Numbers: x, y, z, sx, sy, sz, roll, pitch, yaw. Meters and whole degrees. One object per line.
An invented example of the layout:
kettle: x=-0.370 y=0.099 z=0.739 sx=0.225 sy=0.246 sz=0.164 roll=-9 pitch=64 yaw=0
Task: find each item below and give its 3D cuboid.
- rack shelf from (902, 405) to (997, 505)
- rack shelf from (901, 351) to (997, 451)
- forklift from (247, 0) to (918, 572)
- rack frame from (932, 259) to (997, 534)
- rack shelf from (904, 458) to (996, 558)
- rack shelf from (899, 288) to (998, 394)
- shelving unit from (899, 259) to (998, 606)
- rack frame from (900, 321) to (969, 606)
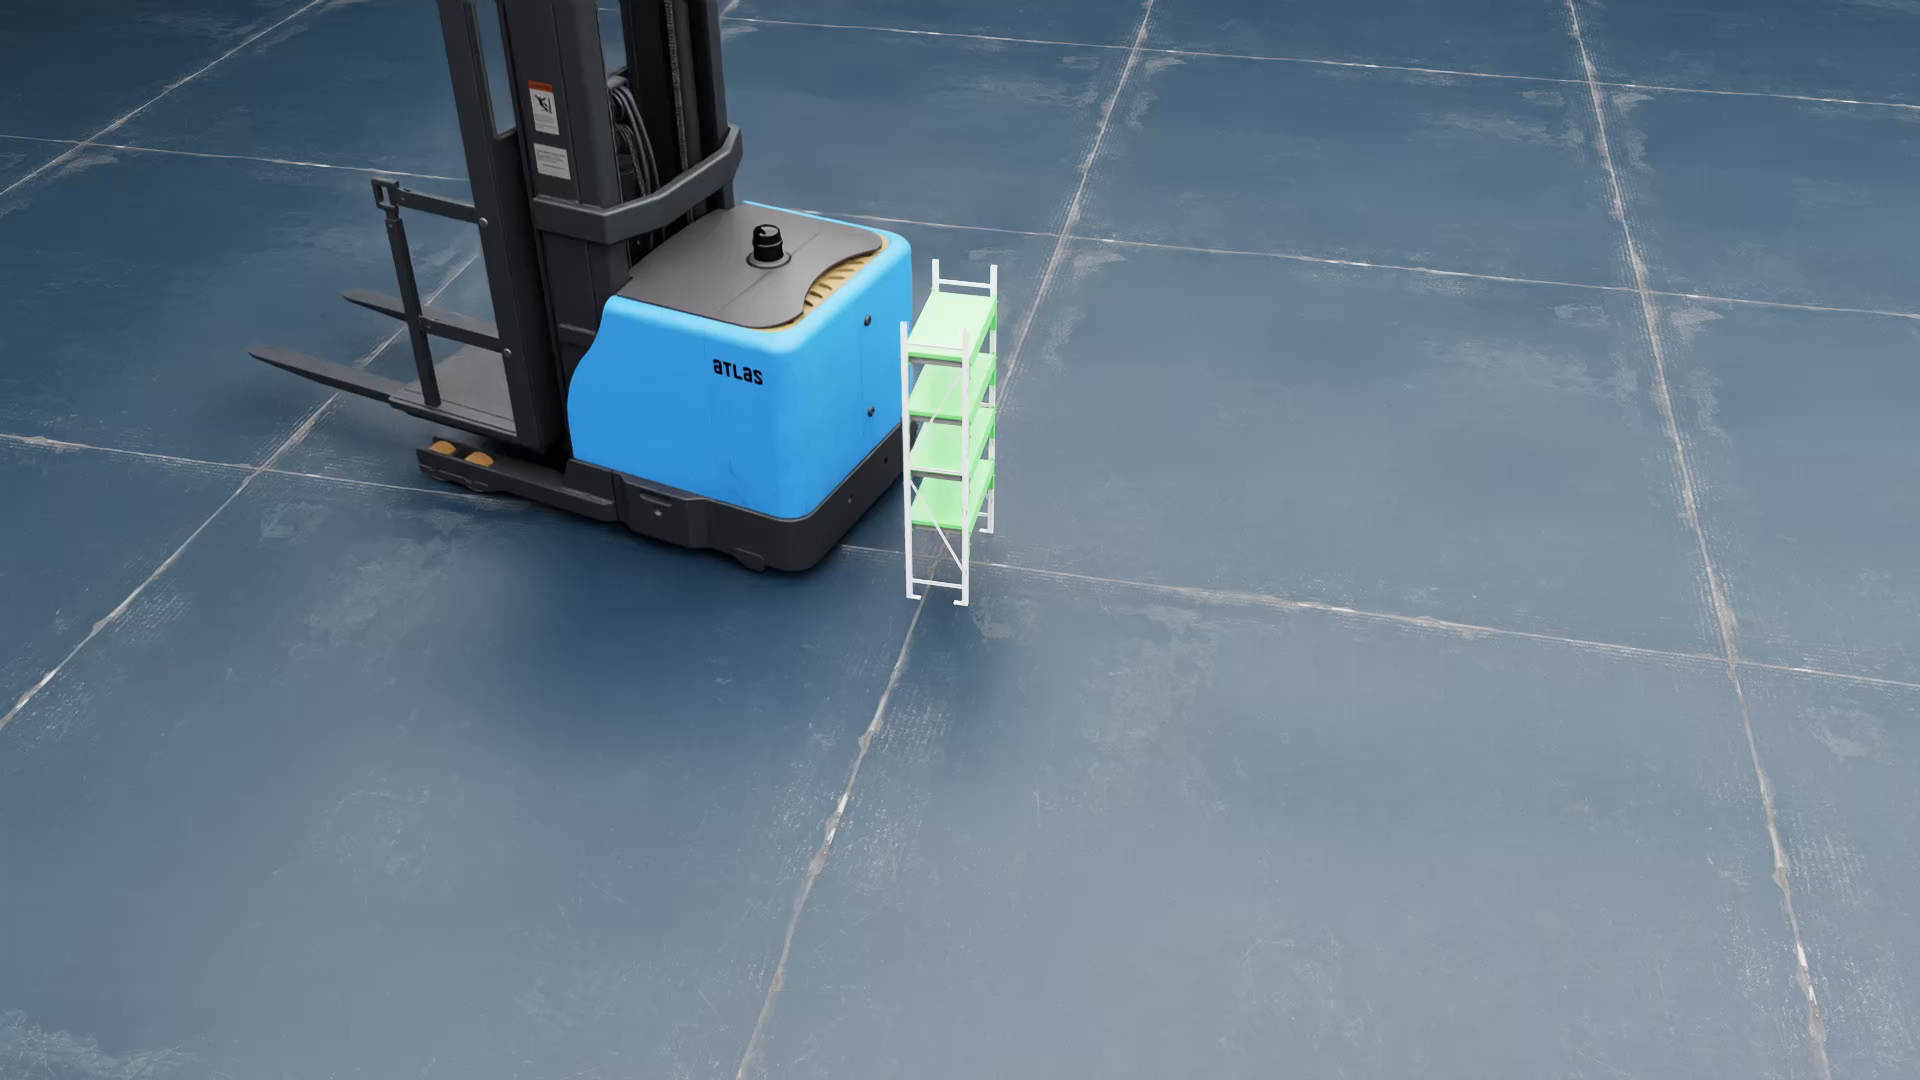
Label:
rack shelf: x=-0.035 y=-0.339 z=6.304 sx=0.258 sy=0.148 sz=0.480 roll=7 pitch=37 yaw=10
rack shelf: x=-0.035 y=-0.534 z=6.164 sx=0.258 sy=0.148 sz=0.480 roll=7 pitch=37 yaw=10
forklift: x=-1.734 y=-1.651 z=6.530 sx=3.031 sy=2.935 sz=1.130 roll=16 pitch=39 yaw=21
rack frame: x=0.017 y=-0.531 z=6.460 sx=0.240 sy=1.200 sz=0.015 roll=7 pitch=37 yaw=10
rack shelf: x=-0.035 y=-0.145 z=6.445 sx=0.258 sy=0.148 sz=0.480 roll=7 pitch=37 yaw=10
rack shelf: x=-0.035 y=-0.728 z=6.023 sx=0.258 sy=0.148 sz=0.480 roll=7 pitch=37 yaw=10
shelving unit: x=-0.035 y=-0.391 z=6.267 sx=0.258 sy=1.200 sz=0.503 roll=7 pitch=37 yaw=10
rack frame: x=-0.087 y=-0.251 z=6.074 sx=0.240 sy=1.200 sz=0.015 roll=7 pitch=37 yaw=10
